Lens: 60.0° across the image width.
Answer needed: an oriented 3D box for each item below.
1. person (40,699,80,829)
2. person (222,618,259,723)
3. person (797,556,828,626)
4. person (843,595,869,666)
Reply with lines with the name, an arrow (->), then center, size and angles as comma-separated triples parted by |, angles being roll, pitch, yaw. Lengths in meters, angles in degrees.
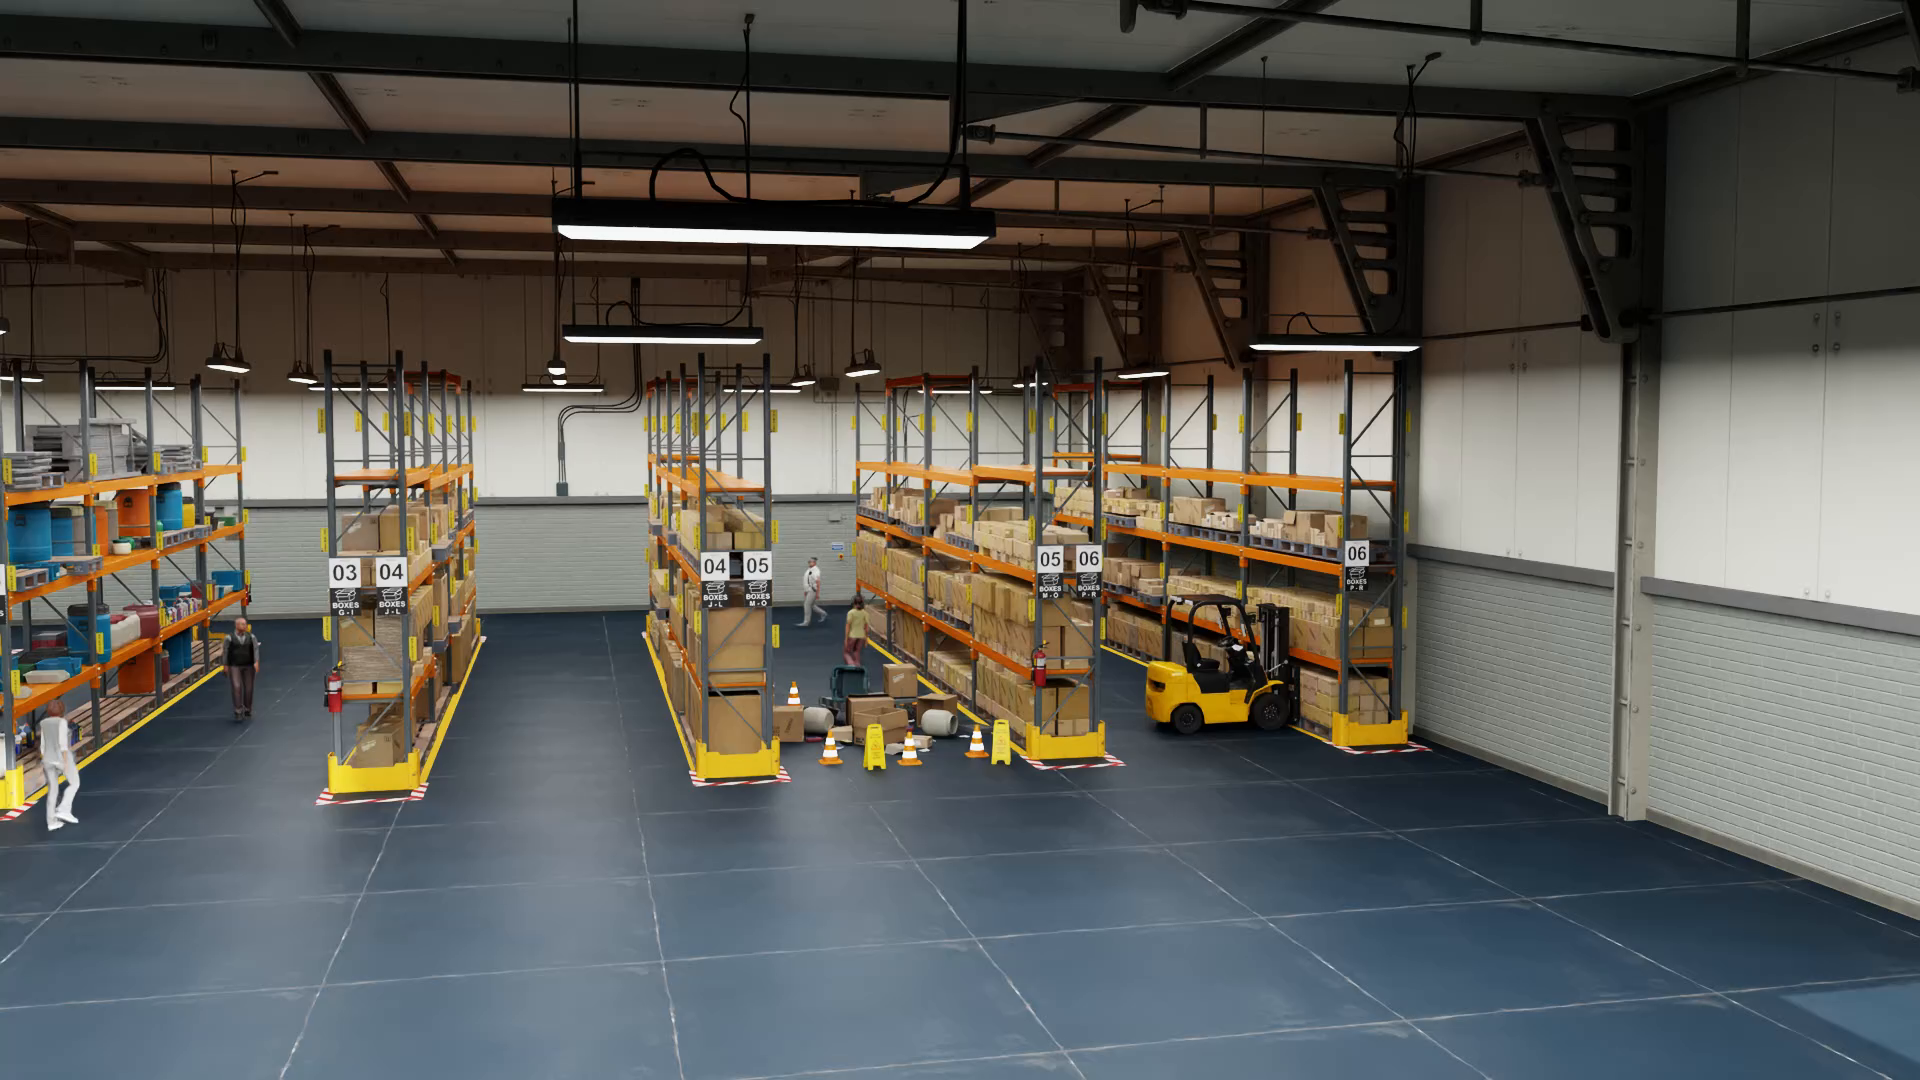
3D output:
person -> -11.183, 2.766, 20.578 | 0.449, 1.583, 0.466 | 0, 4, -1
person -> -12.175, 2.202, 28.256 | 0.571, 1.721, 0.768 | -3, 5, -35
person -> -3.643, 1.256, 41.287 | 0.873, 1.739, 0.576 | -2, 5, -31
person -> -1.967, 1.842, 31.601 | 0.487, 1.566, 0.557 | -1, 4, -17
